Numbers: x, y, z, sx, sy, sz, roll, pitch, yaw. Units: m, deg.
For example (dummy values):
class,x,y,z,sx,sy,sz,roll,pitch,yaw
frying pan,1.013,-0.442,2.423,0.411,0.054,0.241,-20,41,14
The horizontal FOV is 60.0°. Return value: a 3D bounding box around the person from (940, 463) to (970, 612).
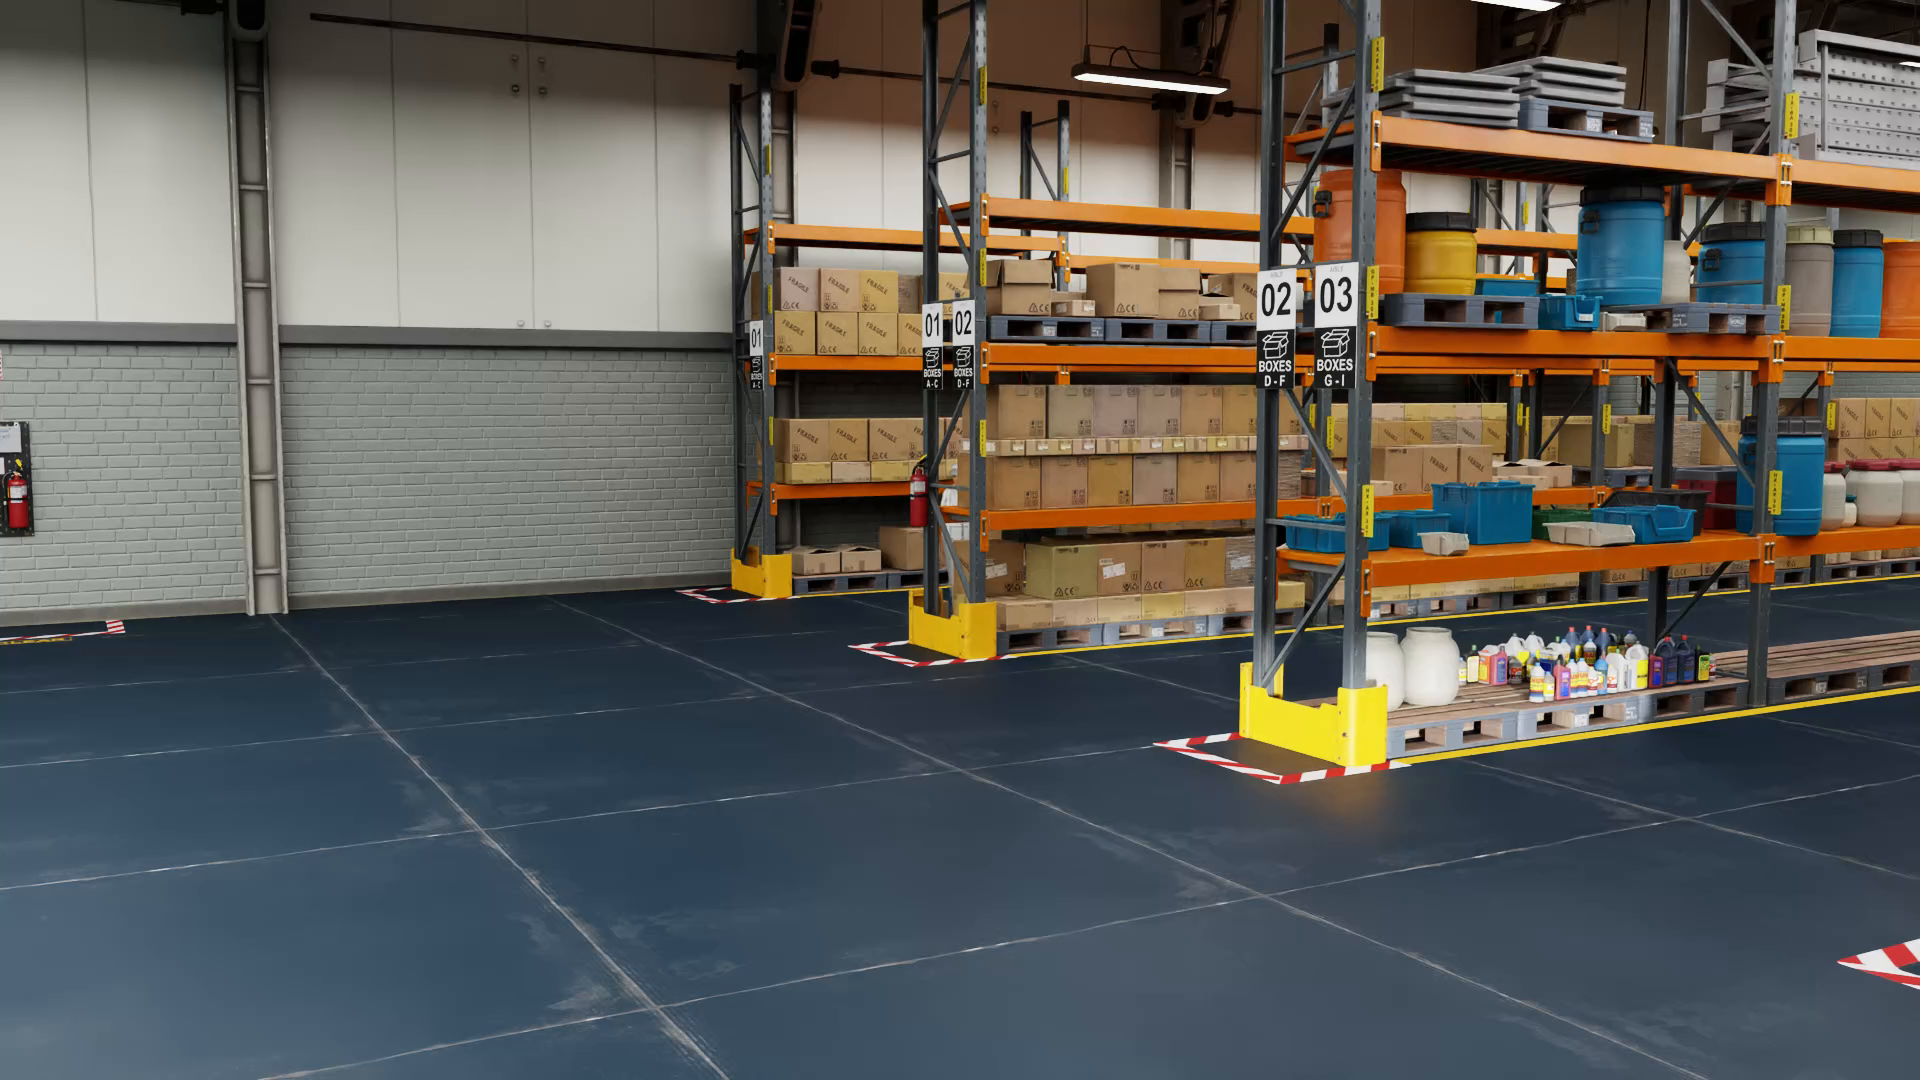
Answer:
class,x,y,z,sx,sy,sz,roll,pitch,yaw
person,0.036,0.006,17.402,0.493,1.650,0.693,0,5,-1
